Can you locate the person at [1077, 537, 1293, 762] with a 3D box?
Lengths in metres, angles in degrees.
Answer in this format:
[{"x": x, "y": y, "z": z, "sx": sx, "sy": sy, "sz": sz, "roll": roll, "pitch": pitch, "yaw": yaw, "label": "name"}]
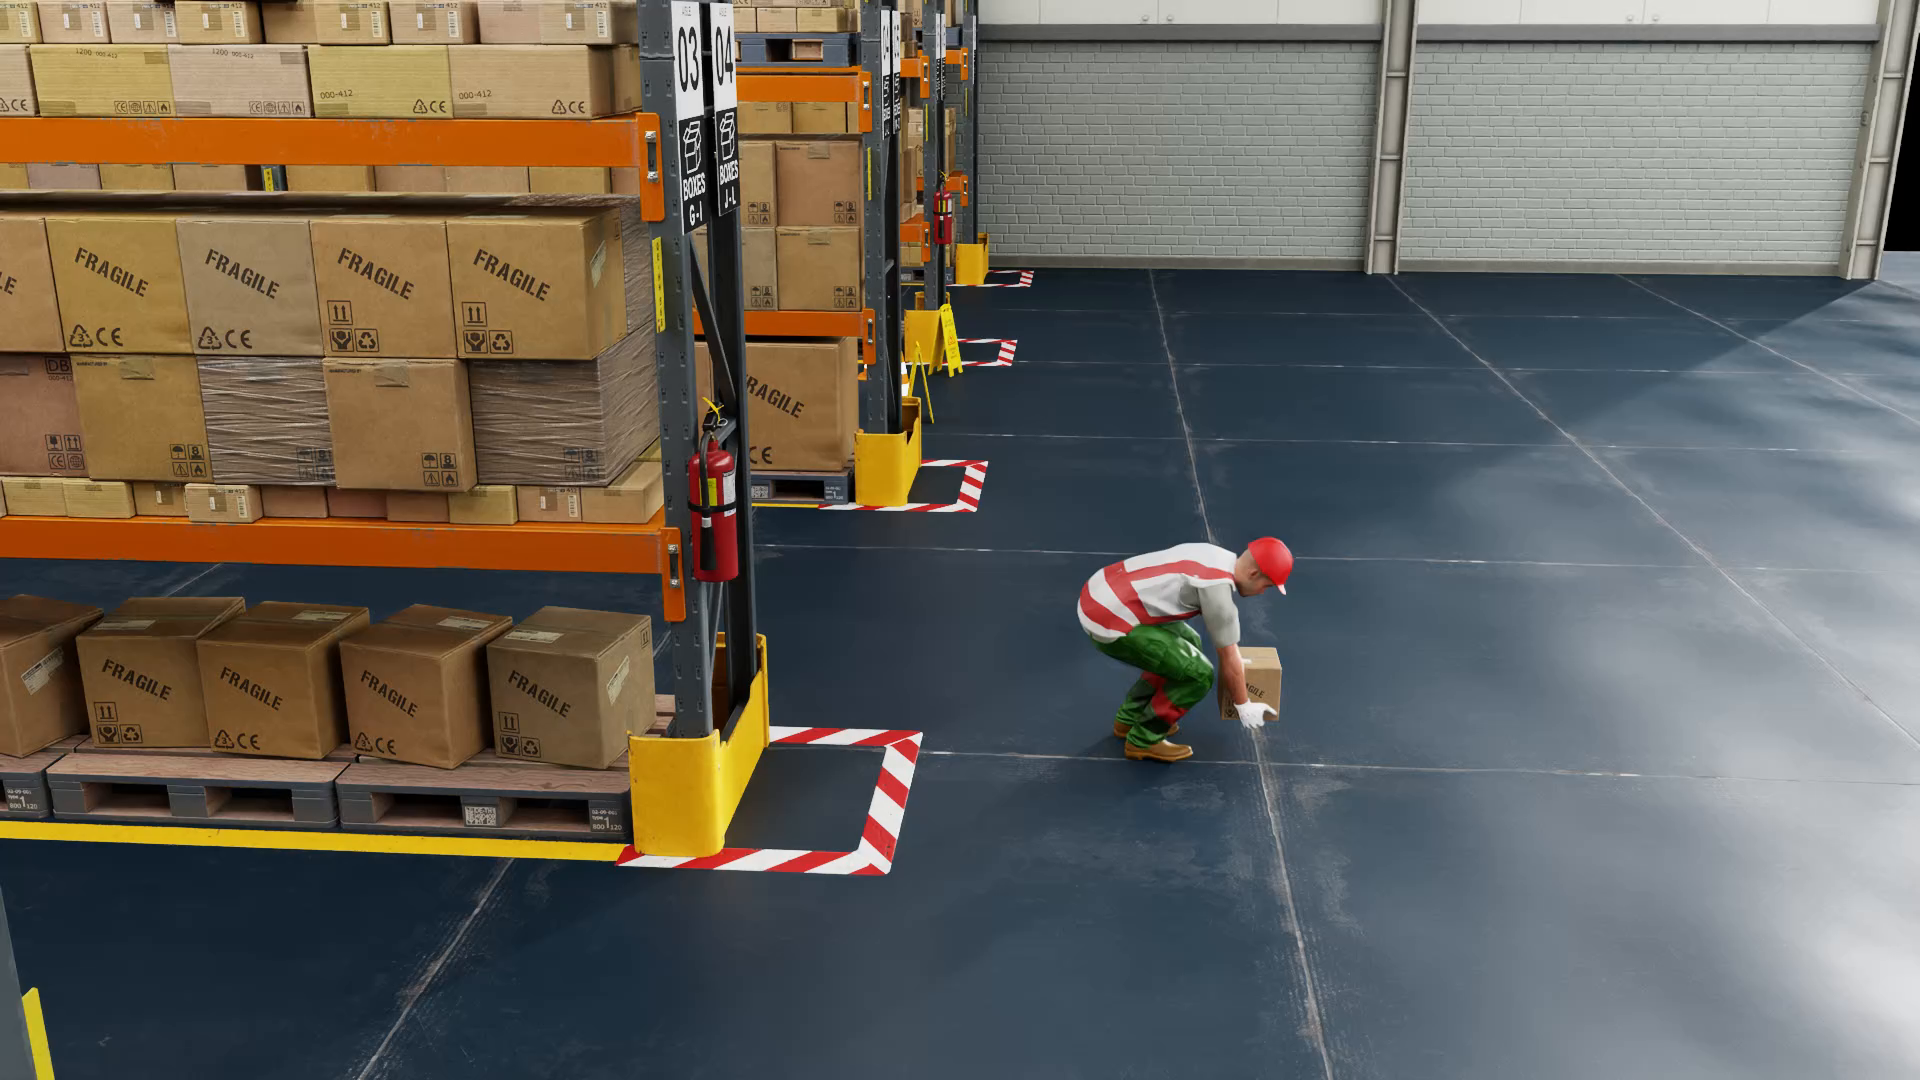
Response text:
[{"x": 0.983, "y": 0.464, "z": 7.365, "sx": 0.933, "sy": 0.990, "sz": 0.528, "roll": 1, "pitch": 17, "yaw": 2, "label": "person"}]
